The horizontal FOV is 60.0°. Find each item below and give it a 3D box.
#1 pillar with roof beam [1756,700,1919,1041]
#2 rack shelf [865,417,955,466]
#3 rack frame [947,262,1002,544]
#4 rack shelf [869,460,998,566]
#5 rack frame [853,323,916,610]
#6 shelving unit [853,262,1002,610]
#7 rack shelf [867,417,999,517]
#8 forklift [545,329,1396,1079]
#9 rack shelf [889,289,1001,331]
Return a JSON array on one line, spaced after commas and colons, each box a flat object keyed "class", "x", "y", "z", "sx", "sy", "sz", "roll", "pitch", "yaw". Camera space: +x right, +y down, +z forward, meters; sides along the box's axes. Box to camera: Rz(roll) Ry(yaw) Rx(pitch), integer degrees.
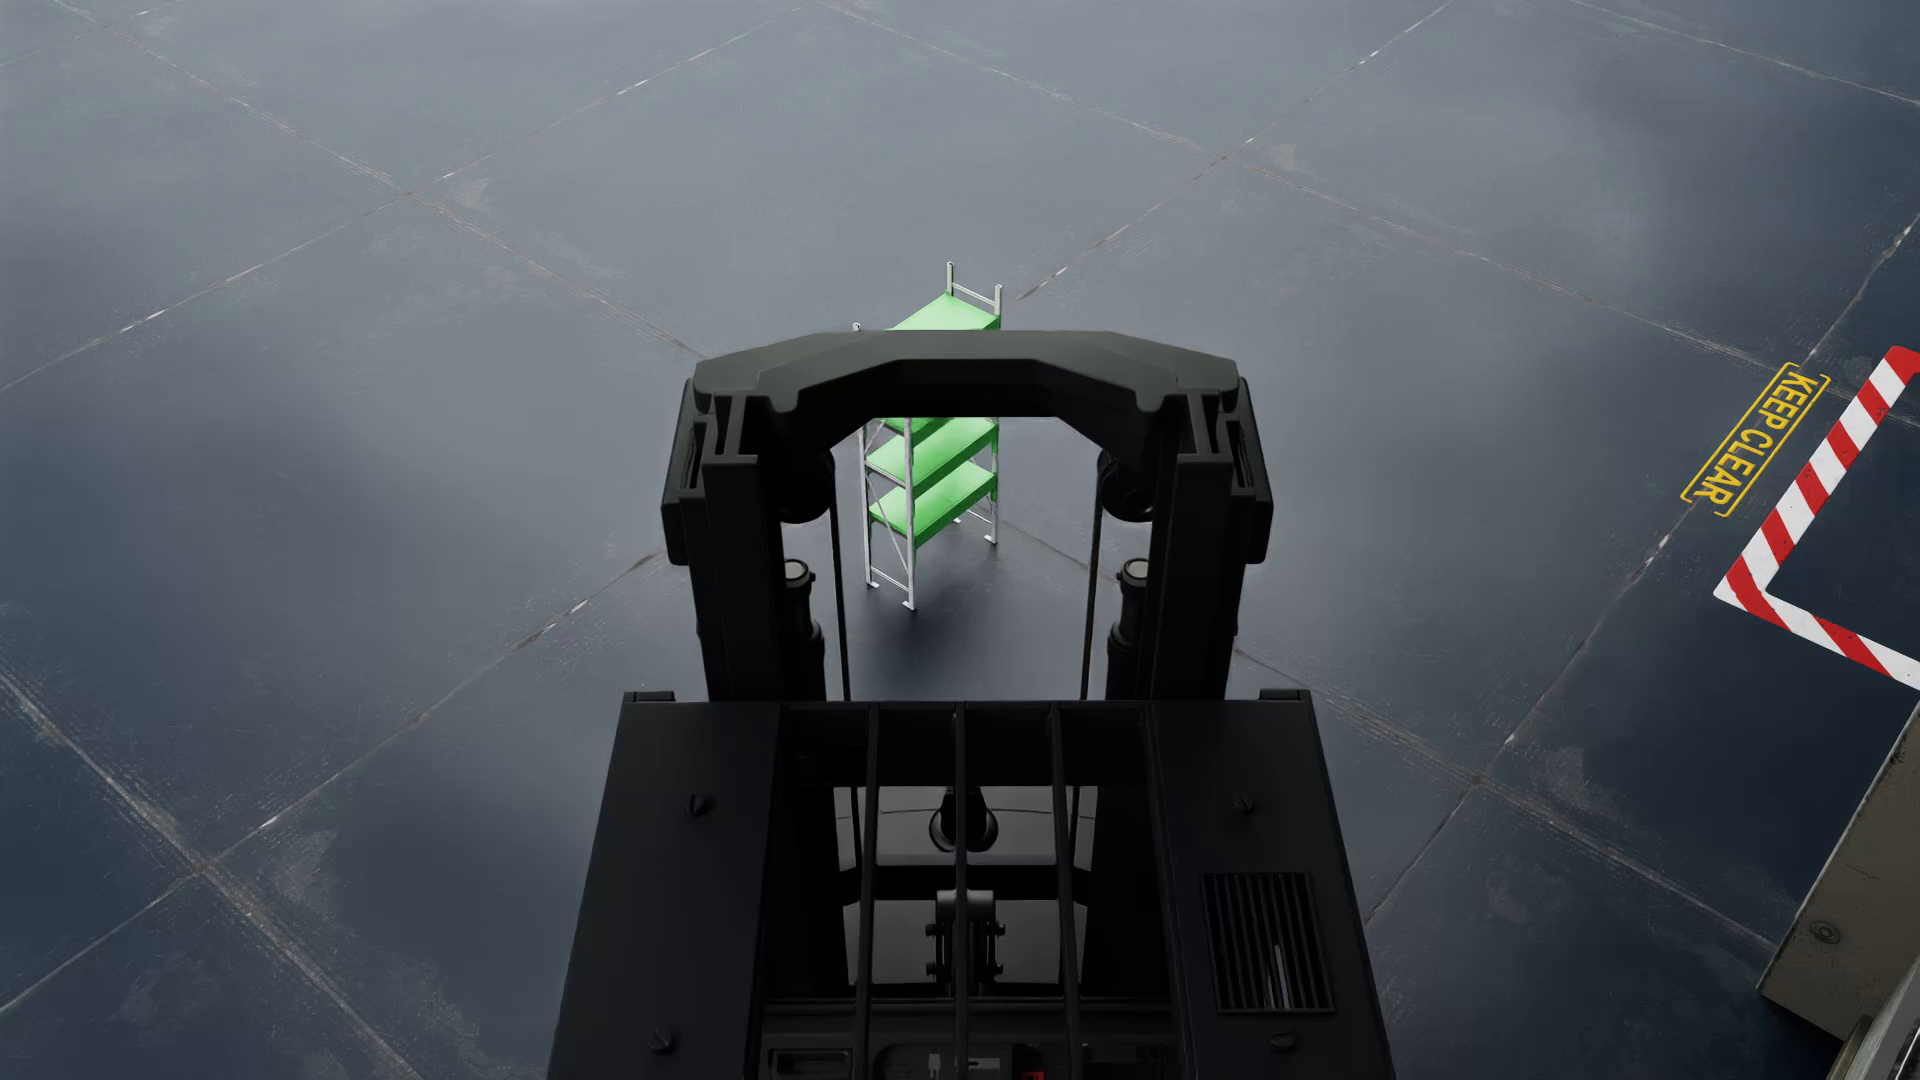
[{"class": "pillar with roof beam", "x": -0.626, "y": -3.857, "z": 4.133, "sx": 9.100, "sy": 9.000, "sz": 0.400, "roll": 29, "pitch": 50, "yaw": 28}, {"class": "rack shelf", "x": -0.107, "y": -0.489, "z": 5.965, "sx": 0.258, "sy": 0.148, "sz": 0.480, "roll": 29, "pitch": 50, "yaw": 28}, {"class": "rack frame", "x": 0.050, "y": -0.484, "z": 6.221, "sx": 0.240, "sy": 1.200, "sz": 0.015, "roll": 29, "pitch": 50, "yaw": 28}, {"class": "rack shelf", "x": -0.107, "y": -0.134, "z": 6.288, "sx": 0.258, "sy": 0.148, "sz": 0.480, "roll": 29, "pitch": 50, "yaw": 28}, {"class": "rack frame", "x": -0.264, "y": -0.233, "z": 5.945, "sx": 0.240, "sy": 1.200, "sz": 0.015, "roll": 29, "pitch": 50, "yaw": 28}, {"class": "shelving unit", "x": -0.107, "y": -0.359, "z": 6.083, "sx": 0.258, "sy": 1.200, "sz": 0.503, "roll": 29, "pitch": 50, "yaw": 28}, {"class": "rack shelf", "x": -0.107, "y": -0.311, "z": 6.126, "sx": 0.258, "sy": 0.148, "sz": 0.480, "roll": 29, "pitch": 50, "yaw": 28}, {"class": "forklift", "x": 0.013, "y": 1.201, "z": 3.081, "sx": 1.130, "sy": 2.935, "sz": 3.031, "roll": 0, "pitch": 42, "yaw": 0}, {"class": "rack shelf", "x": -0.107, "y": -0.667, "z": 5.803, "sx": 0.258, "sy": 0.148, "sz": 0.480, "roll": 29, "pitch": 50, "yaw": 28}]
